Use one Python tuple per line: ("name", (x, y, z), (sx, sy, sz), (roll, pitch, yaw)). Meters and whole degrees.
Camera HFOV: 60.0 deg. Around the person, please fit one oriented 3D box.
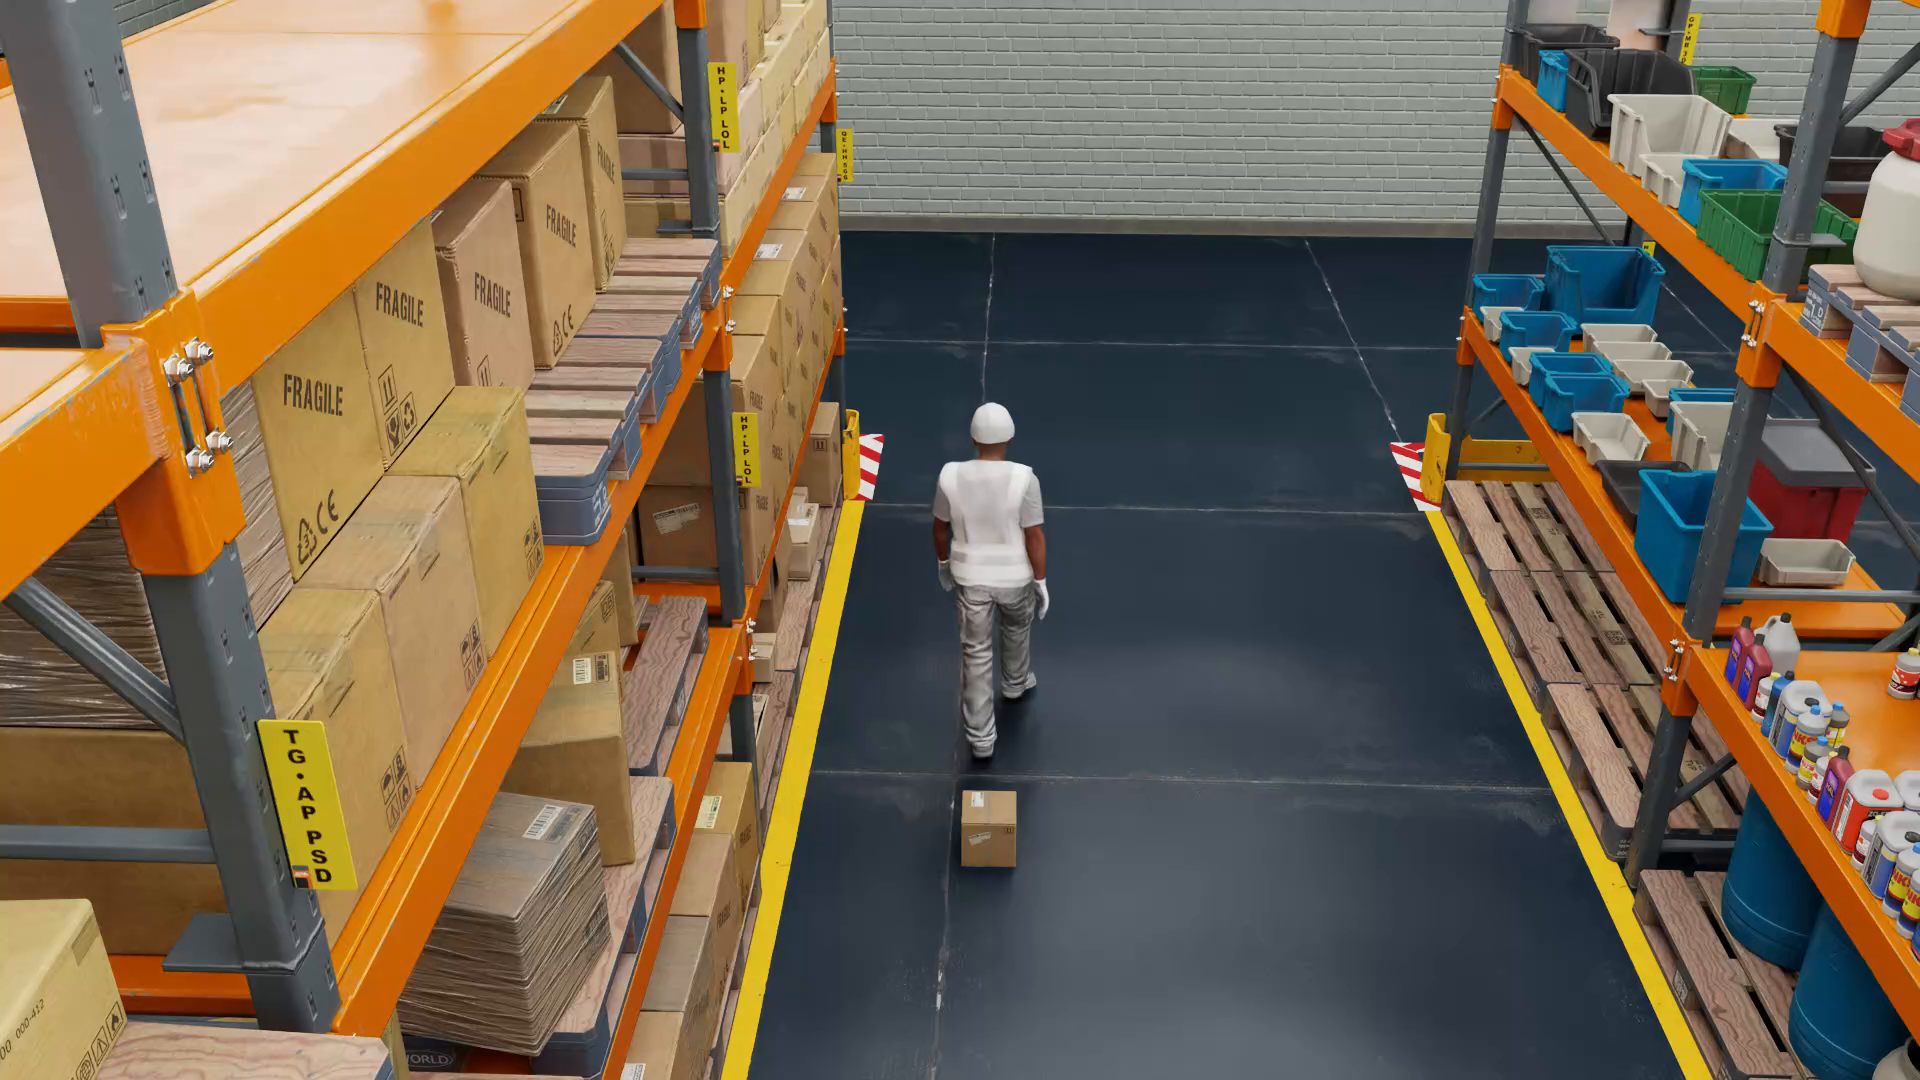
("person", (0.158, 0.149, 8.309), (0.591, 1.759, 0.858), (2, 28, 4))
